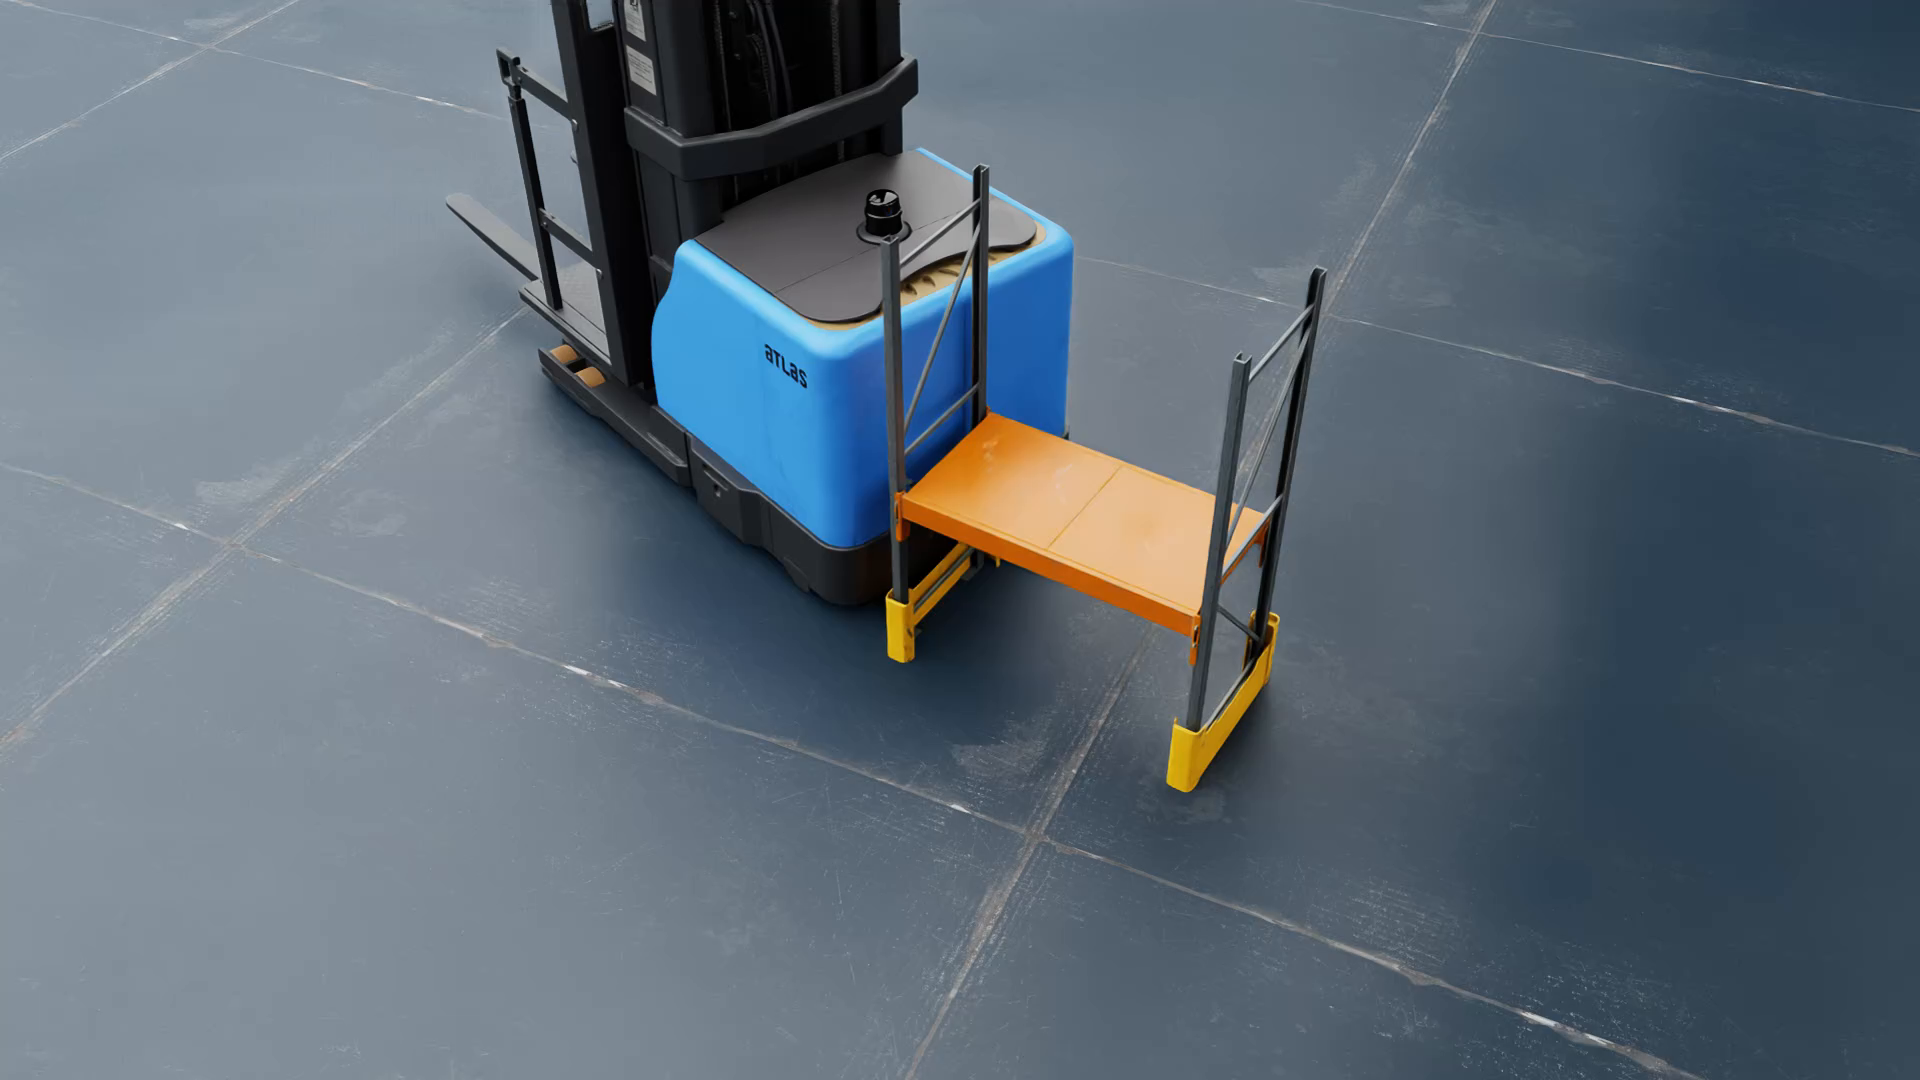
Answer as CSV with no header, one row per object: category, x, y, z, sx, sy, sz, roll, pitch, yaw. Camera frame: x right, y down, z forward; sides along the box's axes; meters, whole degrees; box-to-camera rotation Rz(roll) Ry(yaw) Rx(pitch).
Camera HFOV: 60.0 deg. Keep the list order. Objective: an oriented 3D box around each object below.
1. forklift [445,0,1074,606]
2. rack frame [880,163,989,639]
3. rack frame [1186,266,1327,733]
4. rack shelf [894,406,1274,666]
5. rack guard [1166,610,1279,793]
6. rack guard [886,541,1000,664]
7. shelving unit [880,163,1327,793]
forklift,-0.962,-1.787,5.574,1.130,2.935,3.031,-29,49,-29
rack frame,-0.063,-0.351,5.010,0.032,1.500,0.500,23,46,24
rack frame,0.796,0.005,4.599,0.032,1.500,0.500,23,46,24
rack shelf,0.366,-0.037,4.922,1.000,0.185,0.538,23,46,24
rack guard,0.795,0.477,5.009,0.087,0.250,0.587,23,46,24
rack guard,-0.047,0.128,5.411,0.087,0.250,0.587,23,46,24
shelving unit,0.374,-0.170,4.801,1.083,1.500,0.587,23,46,24
